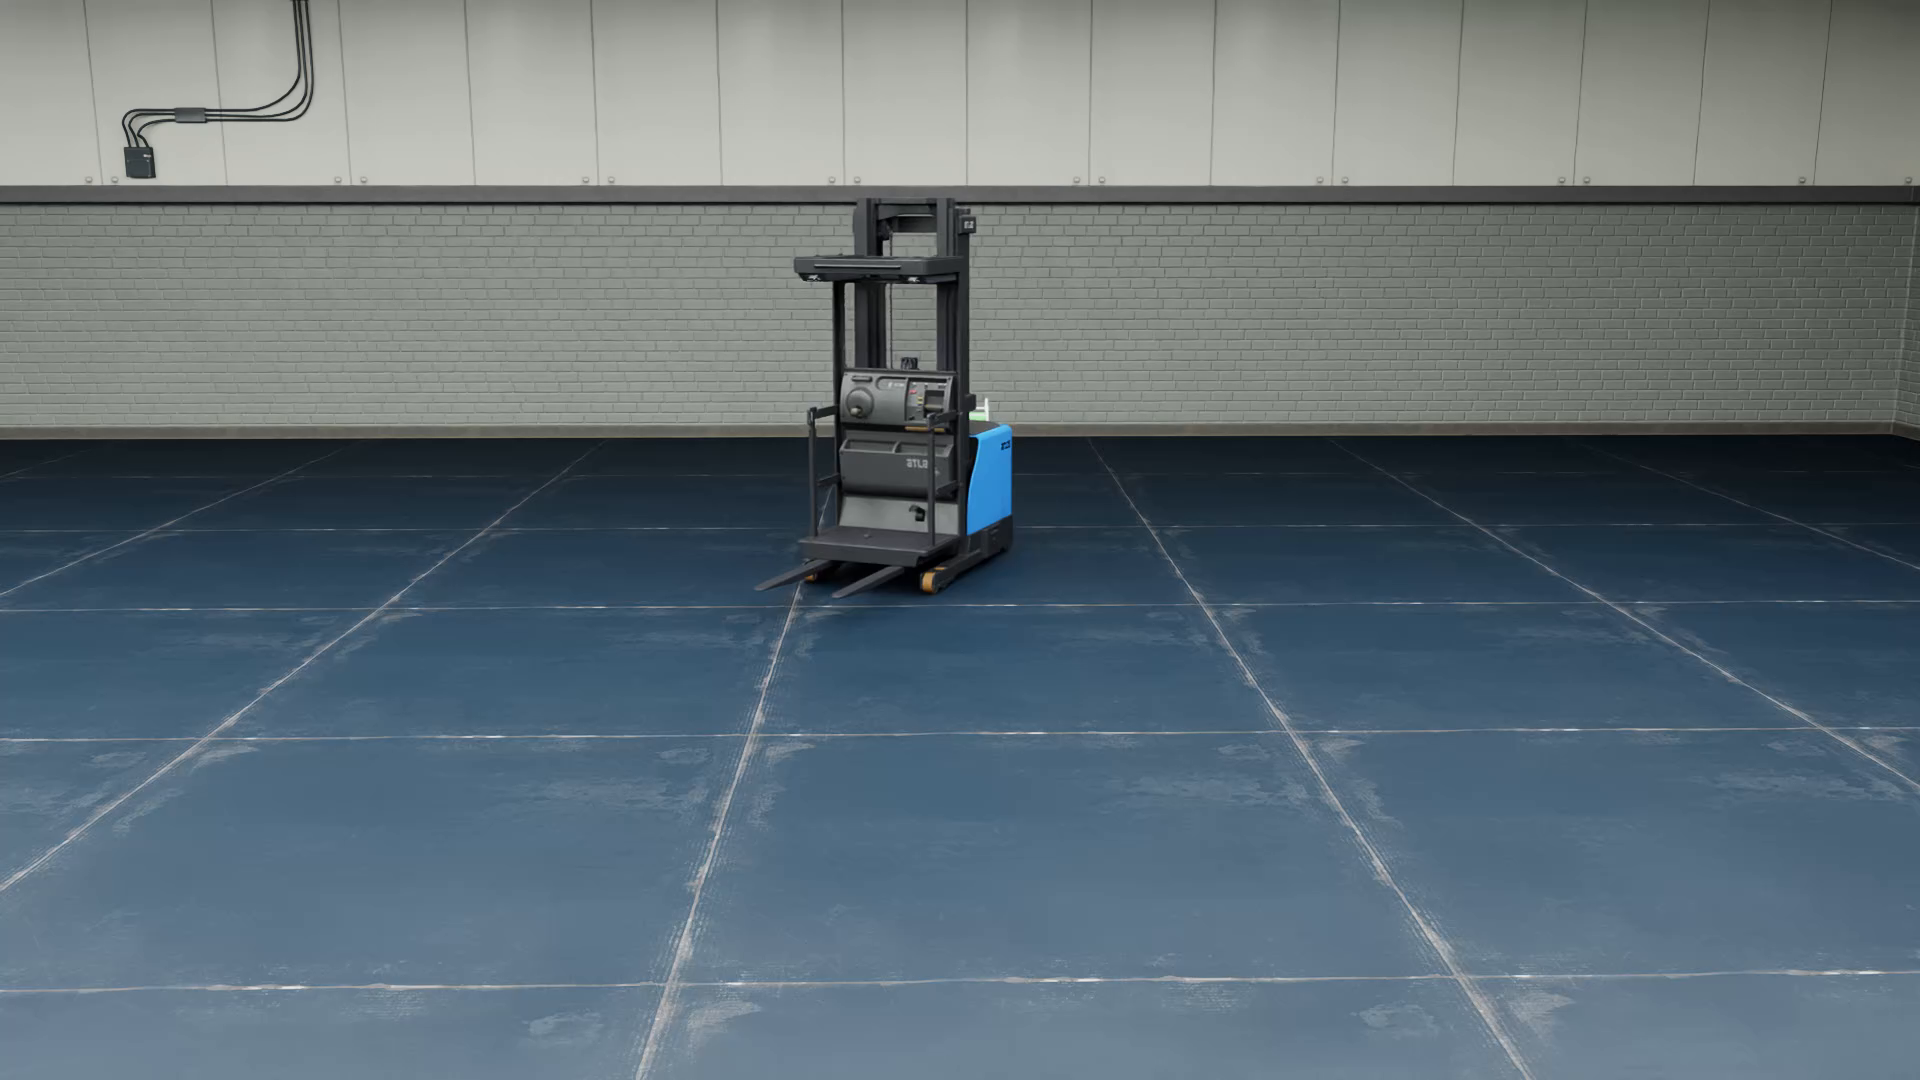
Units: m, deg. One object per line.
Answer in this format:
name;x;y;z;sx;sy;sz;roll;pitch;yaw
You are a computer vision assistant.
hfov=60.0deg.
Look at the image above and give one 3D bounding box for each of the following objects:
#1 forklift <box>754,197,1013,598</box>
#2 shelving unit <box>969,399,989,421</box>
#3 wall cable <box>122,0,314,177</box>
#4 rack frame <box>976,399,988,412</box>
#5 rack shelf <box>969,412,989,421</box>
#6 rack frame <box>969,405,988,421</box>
forklift;-0.574;-1.126;12.737;1.130;2.935;3.031;5;12;22
shelving unit;0.123;-0.610;14.548;0.258;1.200;0.503;0;11;0
wall cable;-8.908;-7.335;19.527;2.305;6.003;0.169;0;11;-1
rack frame;0.123;-0.659;14.787;0.240;1.200;0.015;0;11;0
rack shelf;0.123;-1.018;14.465;0.258;0.148;0.480;0;11;0
rack frame;0.122;-0.561;14.309;0.240;1.200;0.015;0;11;0
